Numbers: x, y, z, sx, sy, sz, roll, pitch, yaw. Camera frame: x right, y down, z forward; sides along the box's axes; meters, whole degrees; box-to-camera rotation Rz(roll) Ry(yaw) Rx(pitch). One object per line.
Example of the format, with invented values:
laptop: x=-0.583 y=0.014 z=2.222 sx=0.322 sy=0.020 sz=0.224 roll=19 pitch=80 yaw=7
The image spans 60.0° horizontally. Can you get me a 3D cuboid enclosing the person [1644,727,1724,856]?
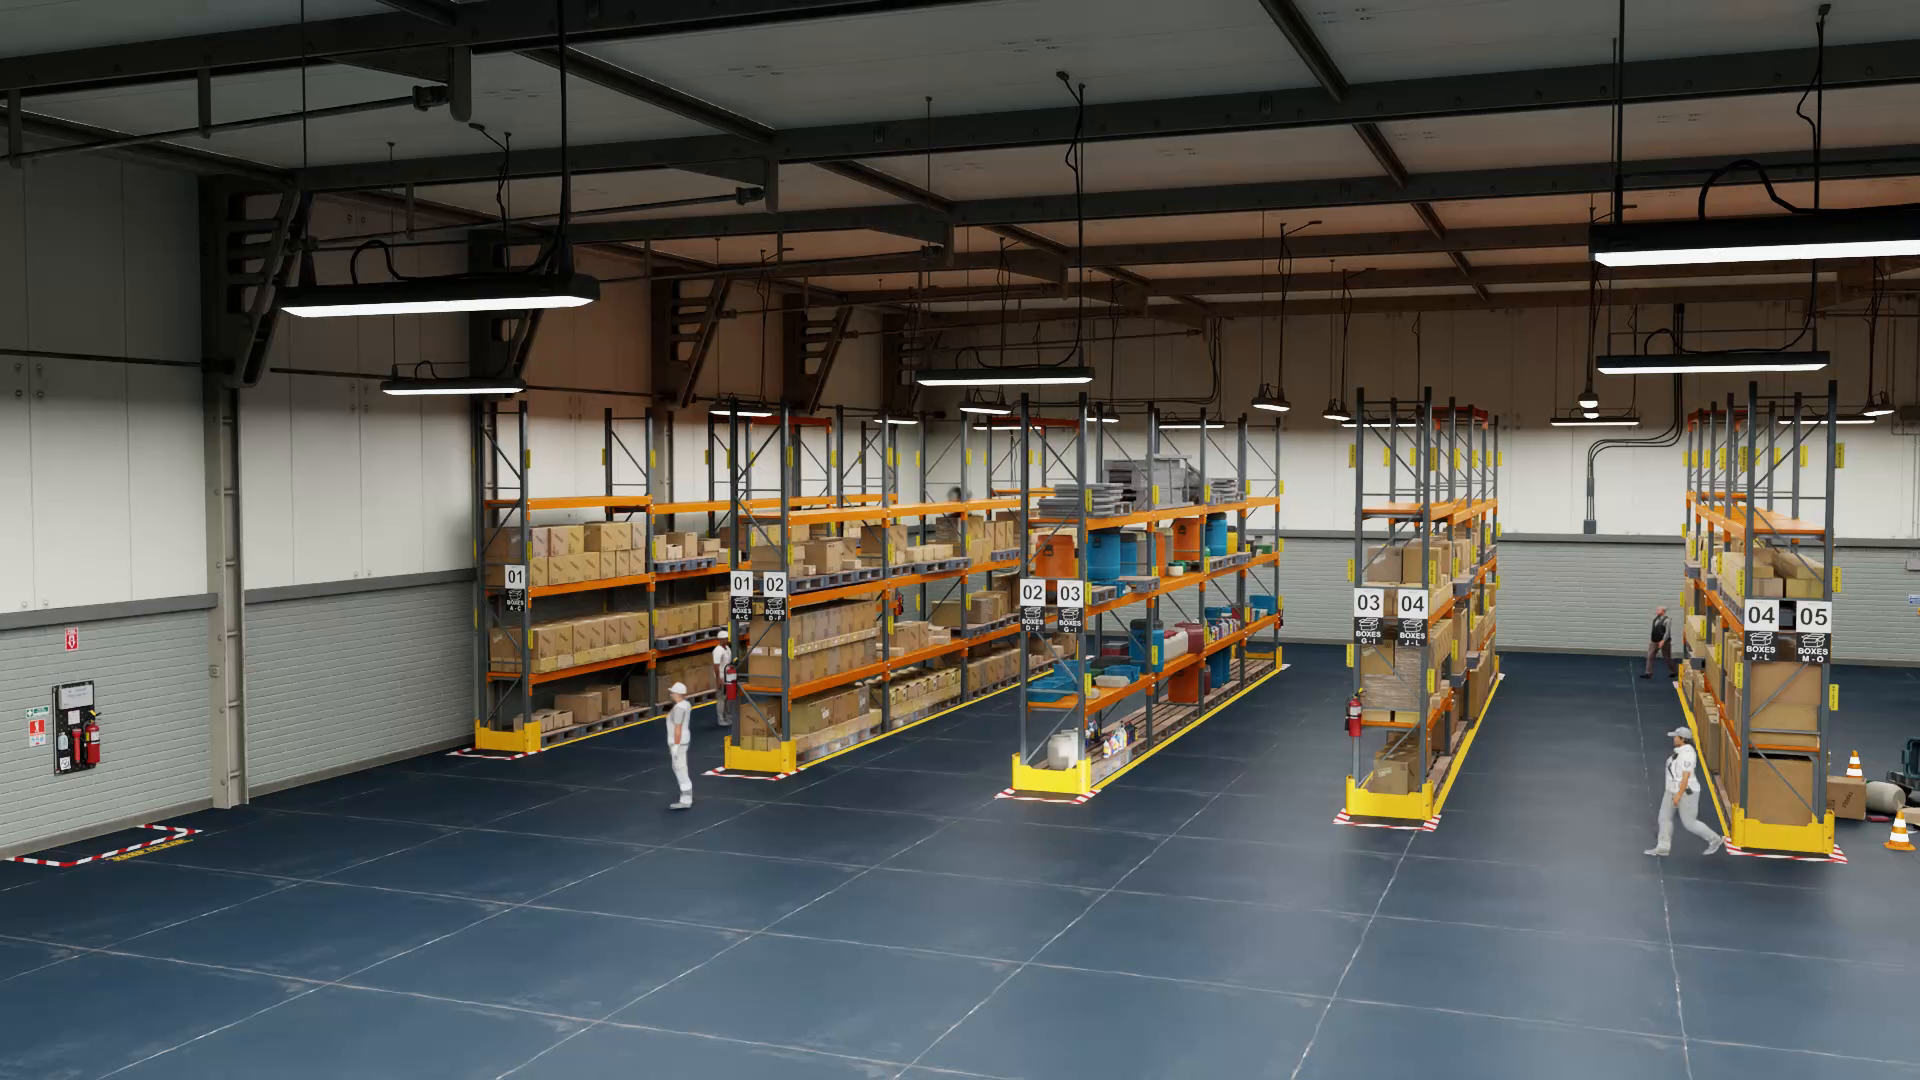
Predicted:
person: x=9.086 y=3.160 z=20.849 sx=0.886 sy=1.637 sz=0.461 roll=0 pitch=3 yaw=-4

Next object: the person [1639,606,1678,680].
person: x=15.877 y=2.325 z=37.671 sx=1.022 sy=1.681 sz=0.547 roll=-2 pitch=3 yaw=-32

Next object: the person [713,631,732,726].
person: x=-4.435 y=2.635 z=31.326 sx=0.395 sy=1.848 sz=0.636 roll=1 pitch=3 yaw=22

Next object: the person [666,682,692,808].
person: x=-4.030 y=2.949 z=23.848 sx=0.351 sy=1.822 sz=0.679 roll=0 pitch=3 yaw=-4
